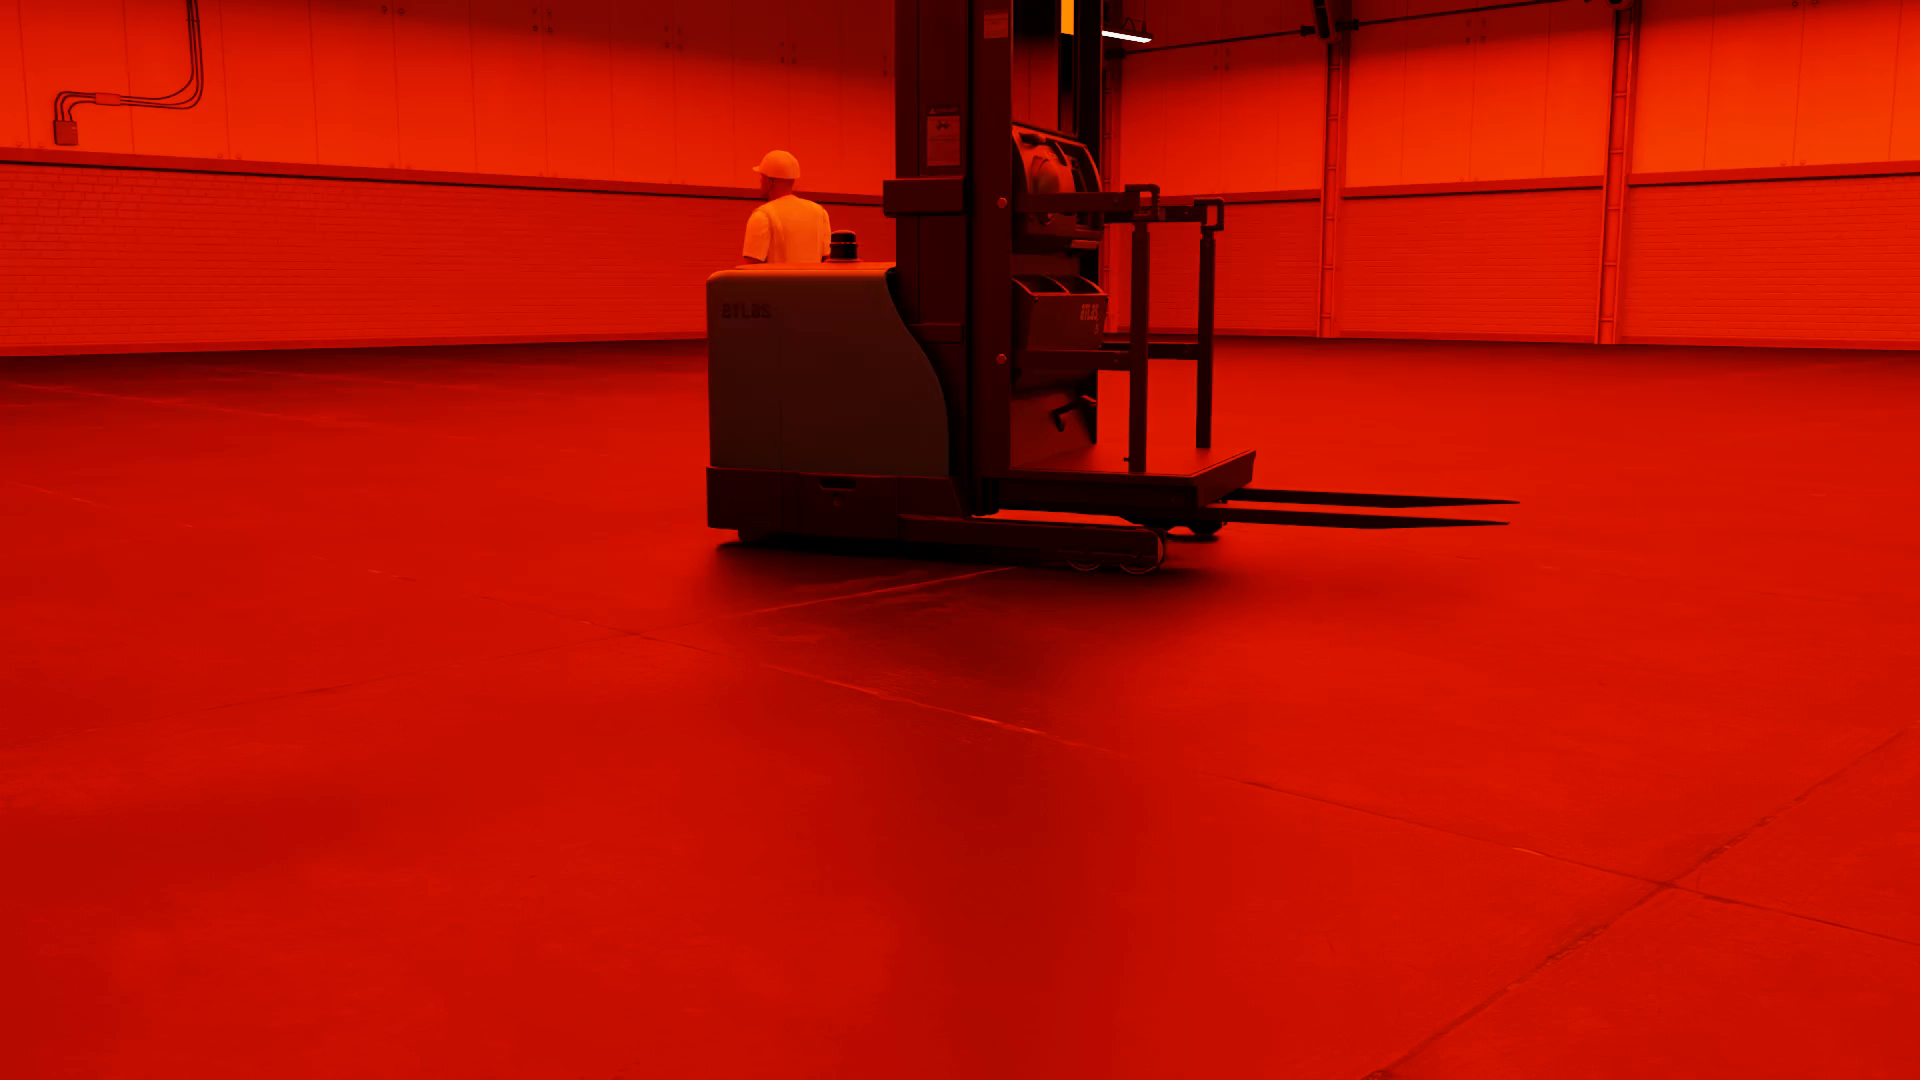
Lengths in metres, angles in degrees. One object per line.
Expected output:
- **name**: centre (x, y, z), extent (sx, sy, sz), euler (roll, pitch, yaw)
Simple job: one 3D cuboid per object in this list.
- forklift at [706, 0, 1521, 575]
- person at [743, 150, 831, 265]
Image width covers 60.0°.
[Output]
- **forklift**: centre (0.565, -1.416, 6.275), extent (3.031, 2.935, 1.130), euler (3, 9, 22)
- **person**: centre (-1.069, -1.328, 9.559), extent (0.665, 1.768, 0.575), euler (-8, 12, -44)
